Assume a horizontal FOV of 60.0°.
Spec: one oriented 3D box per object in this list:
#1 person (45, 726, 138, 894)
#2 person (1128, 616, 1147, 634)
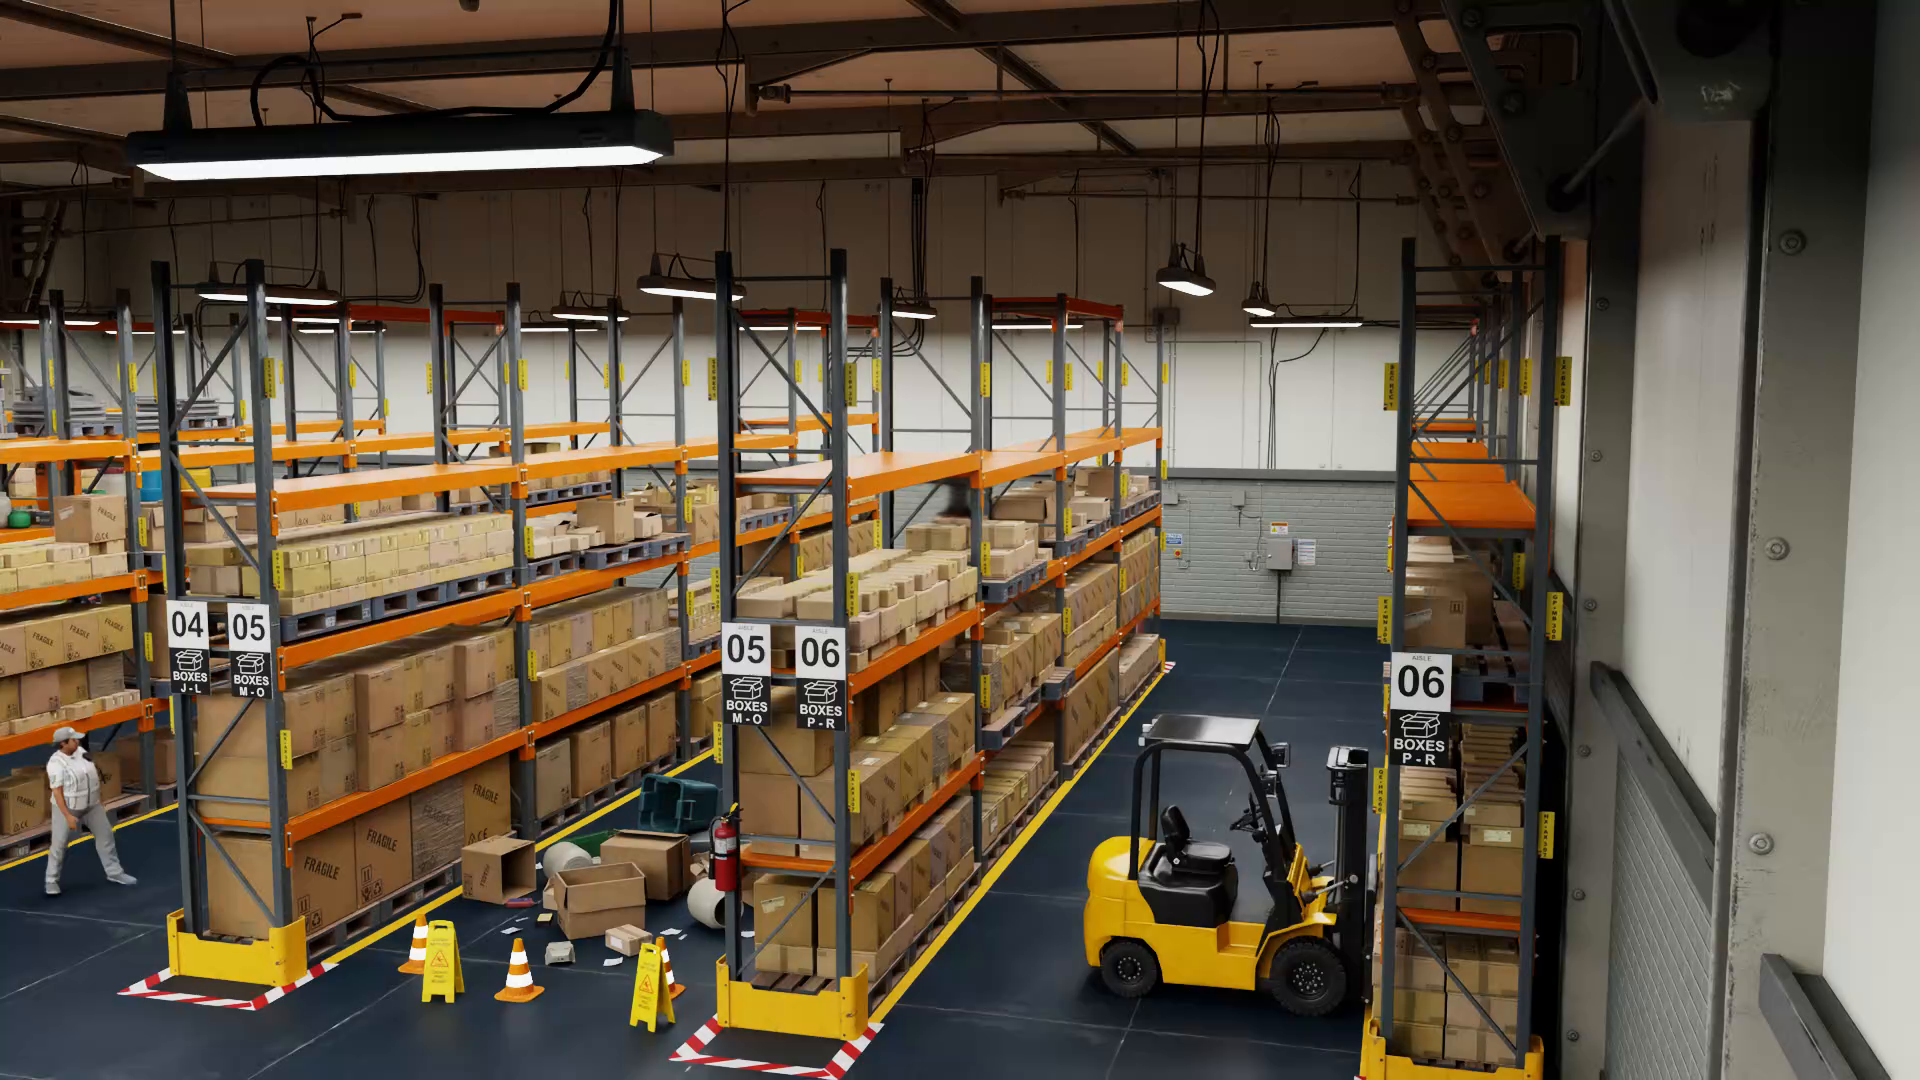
[{"bbox_3d":[-8.624,2.625,16.362,0.602,1.659,0.711,3,7,27],"label":"person"},{"bbox_3d":[3.062,1.269,29.274,0.525,1.699,0.473,-4,7,-36],"label":"person"}]
